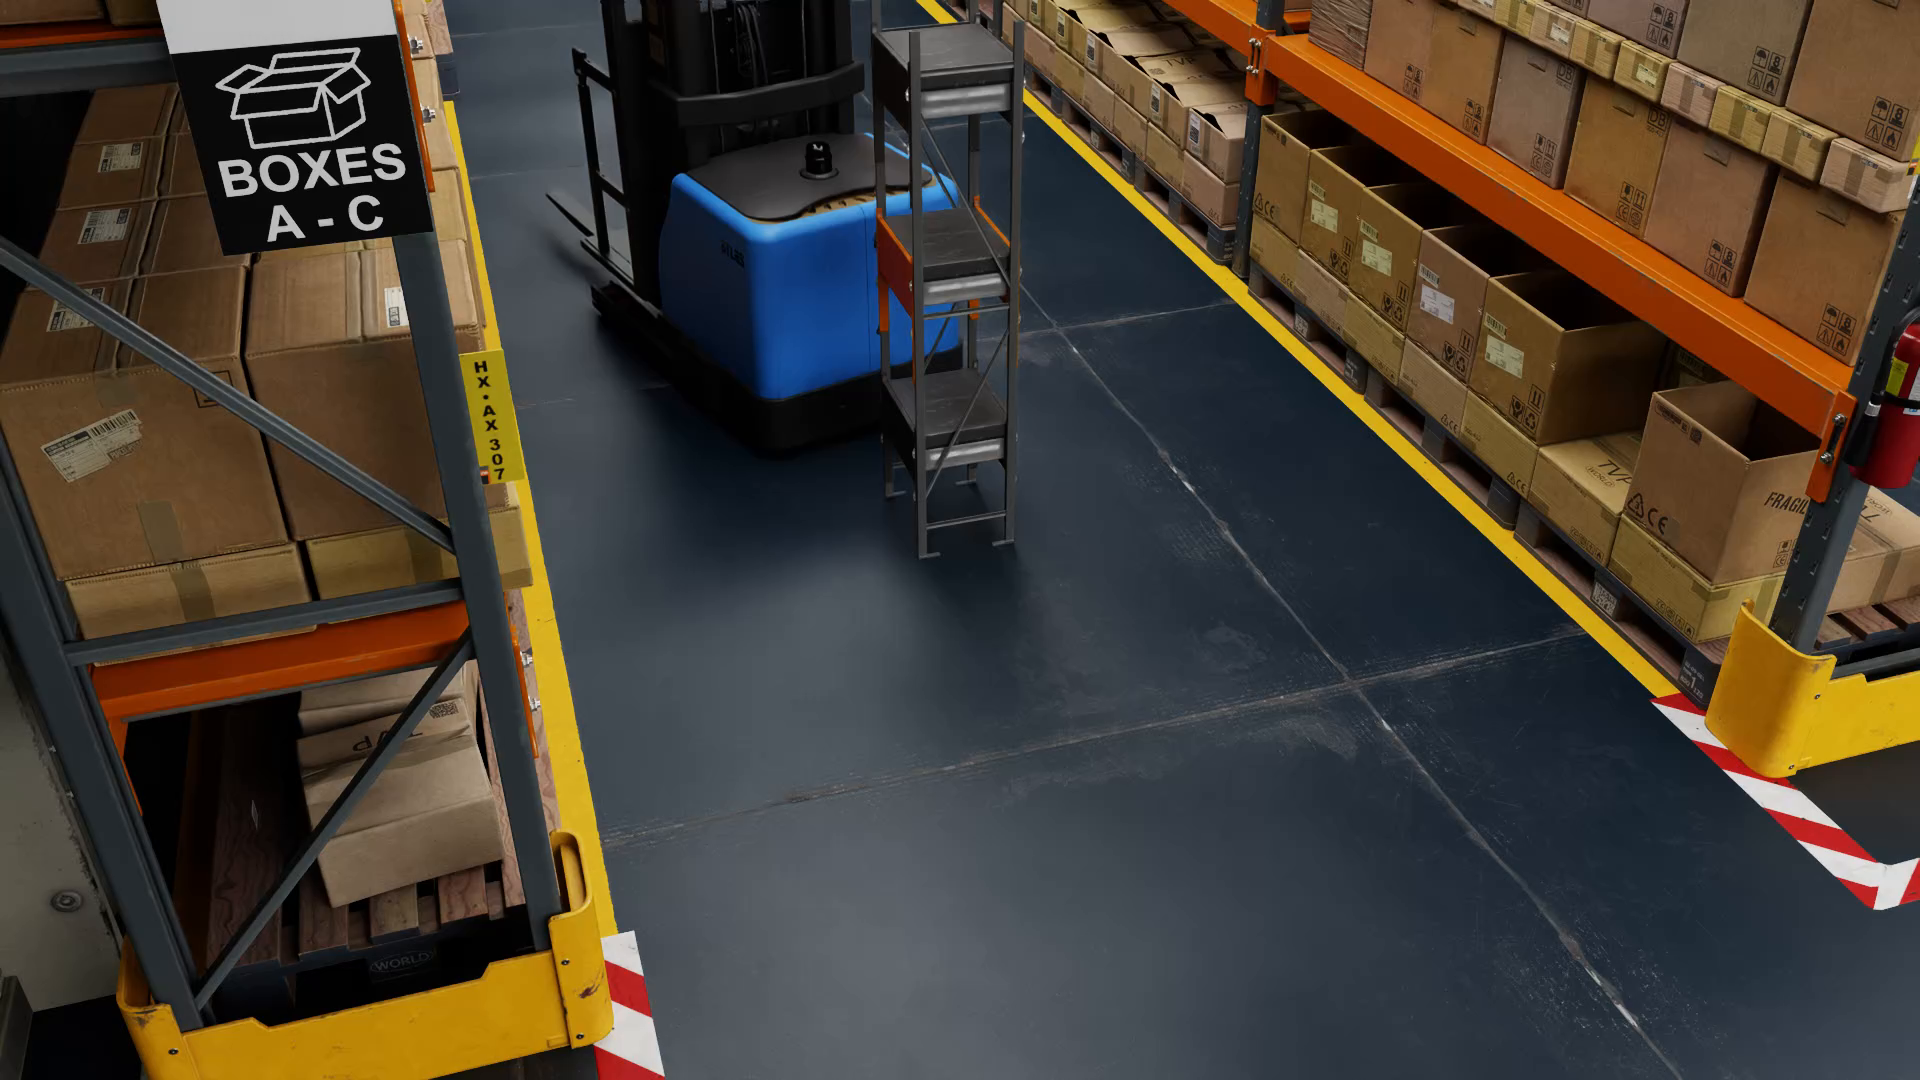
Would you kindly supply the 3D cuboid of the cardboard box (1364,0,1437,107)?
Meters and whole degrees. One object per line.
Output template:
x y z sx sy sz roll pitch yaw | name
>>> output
2.260 -2.283 7.393 0.700 0.500 0.500 -10 35 -15 | cardboard box

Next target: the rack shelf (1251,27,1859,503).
2.561 -1.398 6.798 1.077 0.370 4.000 -10 35 -15 | rack shelf

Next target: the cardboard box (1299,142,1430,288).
1.955 -1.532 7.781 0.500 0.500 0.500 -10 35 -15 | cardboard box

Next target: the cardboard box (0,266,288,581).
-1.891 -0.284 3.896 0.500 0.500 0.500 -10 35 -15 | cardboard box

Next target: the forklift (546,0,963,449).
-1.211 -2.390 7.709 1.130 2.935 3.031 -20 38 -27 | forklift

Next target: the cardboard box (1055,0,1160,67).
0.933 -3.244 10.543 0.500 0.311 0.500 -11 35 -16 | cardboard box

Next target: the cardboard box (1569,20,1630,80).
2.477 -1.809 6.088 0.380 0.149 0.250 -9 35 -13 | cardboard box

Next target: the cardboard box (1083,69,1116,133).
1.086 -2.747 10.300 0.500 0.250 0.500 -9 35 -14 | cardboard box

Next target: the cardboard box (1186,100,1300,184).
1.555 -2.175 8.925 0.500 0.311 0.500 -10 35 -15 | cardboard box

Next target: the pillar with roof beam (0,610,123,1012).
1.518 -3.262 3.525 9.100 9.000 0.400 -10 35 -15 | pillar with roof beam

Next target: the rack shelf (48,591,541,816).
-2.155 -0.563 5.534 1.077 0.370 4.000 -10 35 -15 | rack shelf

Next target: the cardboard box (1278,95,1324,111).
2.063 -2.269 9.068 0.500 0.311 0.500 -10 35 -15 | cardboard box

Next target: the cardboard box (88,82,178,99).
-2.520 -1.356 5.518 0.500 0.500 0.500 -9 35 -13 | cardboard box

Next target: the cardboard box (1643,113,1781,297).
2.877 -1.212 5.773 0.700 0.500 0.500 -9 35 -13 | cardboard box

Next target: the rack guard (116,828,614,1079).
-1.568 1.190 4.496 1.175 0.500 0.348 -10 35 -15 | rack guard

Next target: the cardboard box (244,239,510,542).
-1.404 -0.373 4.032 0.500 0.500 0.500 -10 35 -15 | cardboard box

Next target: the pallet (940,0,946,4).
0.171 -4.723 13.706 1.003 0.211 1.213 -10 35 -15 | pallet

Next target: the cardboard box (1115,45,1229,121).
1.240 -2.709 9.734 0.500 0.311 0.500 -10 35 -15 | cardboard box

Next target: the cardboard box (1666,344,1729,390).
3.065 -0.571 6.326 0.500 0.500 0.500 -10 35 -15 | cardboard box

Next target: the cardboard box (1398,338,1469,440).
2.258 -0.694 7.192 0.500 0.250 0.500 -10 35 -15 | cardboard box

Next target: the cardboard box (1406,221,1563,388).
2.254 -1.006 6.985 0.500 0.500 0.500 -10 35 -15 | cardboard box

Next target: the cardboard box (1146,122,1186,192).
1.396 -2.211 9.489 0.500 0.250 0.500 -11 35 -15 | cardboard box

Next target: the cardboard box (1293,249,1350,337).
1.952 -1.219 7.987 0.500 0.250 0.500 -10 35 -15 | cardboard box

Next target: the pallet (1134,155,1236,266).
1.690 -1.965 9.533 1.003 0.211 1.213 -10 35 -15 | pallet

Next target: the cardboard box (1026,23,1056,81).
0.766 -3.289 11.119 0.500 0.250 0.500 -11 35 -16 | cardboard box

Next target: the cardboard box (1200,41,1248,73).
1.756 -2.805 9.878 0.500 0.311 0.500 -11 35 -16 | cardboard box

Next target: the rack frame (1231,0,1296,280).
1.951 -2.749 8.189 1.000 3.000 0.127 -10 35 -15 | rack frame

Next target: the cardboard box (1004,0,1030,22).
0.611 -3.786 11.364 0.500 0.311 0.500 -9 34 -13 | cardboard box

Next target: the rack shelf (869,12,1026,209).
-0.050 -1.536 5.924 0.431 0.518 0.480 -10 35 -15 | rack shelf

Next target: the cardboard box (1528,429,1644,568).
2.563 -0.169 6.398 0.500 0.250 0.500 -10 35 -15 | cardboard box

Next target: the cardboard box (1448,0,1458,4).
2.162 -2.351 6.908 0.380 0.149 0.250 -11 35 -16 | cardboard box

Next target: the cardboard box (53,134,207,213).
-2.197 -0.820 4.709 0.500 0.500 0.500 -11 35 -16 | cardboard box

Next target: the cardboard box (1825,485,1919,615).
3.220 0.005 6.135 0.500 0.250 0.500 -10 35 -15 | cardboard box

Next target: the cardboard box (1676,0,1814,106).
2.860 -1.782 5.458 0.700 0.500 0.500 -11 35 -16 | cardboard box

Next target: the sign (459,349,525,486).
-1.028 -0.266 3.646 0.100 0.325 0.005 -10 35 -15 | sign

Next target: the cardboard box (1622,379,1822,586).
2.725 -0.221 5.796 0.500 0.500 0.500 -10 35 -15 | cardboard box

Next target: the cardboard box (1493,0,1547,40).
2.325 -2.075 6.490 0.380 0.149 0.250 -10 35 -15 | cardboard box

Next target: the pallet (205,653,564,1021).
-1.782 0.878 5.230 1.003 0.211 1.213 -10 35 -15 | pallet

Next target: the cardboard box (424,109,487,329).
-1.697 -0.907 4.839 0.500 0.500 0.500 -11 35 -16 | cardboard box

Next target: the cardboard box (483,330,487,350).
-1.713 -0.608 5.066 0.500 0.250 0.500 -11 35 -15 | cardboard box

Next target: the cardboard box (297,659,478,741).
-1.844 0.447 5.392 0.500 0.311 0.500 -7 34 -11 | cardboard box

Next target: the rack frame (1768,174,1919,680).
3.172 -0.648 5.010 1.000 3.000 0.127 -10 35 -15 | rack frame

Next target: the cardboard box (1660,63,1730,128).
2.640 -1.533 5.670 0.380 0.149 0.250 -10 35 -14 | cardboard box

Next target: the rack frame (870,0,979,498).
-0.125 -1.091 6.497 0.400 2.100 0.015 -10 35 -15 | rack frame

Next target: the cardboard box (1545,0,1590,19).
2.552 -2.309 6.256 0.700 0.500 0.500 -10 35 -15 | cardboard box

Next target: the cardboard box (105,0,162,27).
-1.409 -1.333 3.216 0.500 0.500 0.500 -9 35 -13 | cardboard box

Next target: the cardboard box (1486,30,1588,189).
2.566 -1.750 6.586 0.700 0.500 0.500 -9 35 -13 | cardboard box

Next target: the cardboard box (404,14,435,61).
-2.025 -1.449 5.659 0.500 0.500 0.500 -11 35 -16 | cardboard box

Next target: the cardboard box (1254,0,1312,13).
1.760 -2.937 8.610 0.500 0.250 0.500 -8 34 -12 | cardboard box

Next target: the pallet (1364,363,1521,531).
2.530 -0.519 7.344 1.003 0.211 1.213 -10 35 -15 | pallet

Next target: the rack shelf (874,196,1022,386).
-0.050 -0.952 6.310 0.431 0.518 0.480 -10 35 -15 | rack shelf

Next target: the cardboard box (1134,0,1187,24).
1.442 -3.340 10.688 0.500 0.311 0.500 -10 35 -15 | cardboard box

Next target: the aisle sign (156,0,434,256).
-1.237 -0.911 3.049 0.394 0.787 0.004 -10 35 -15 | aisle sign

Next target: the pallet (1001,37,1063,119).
0.945 -3.246 11.472 1.003 0.211 1.213 -10 35 -15 | pallet

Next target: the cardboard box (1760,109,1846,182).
2.792 -1.267 5.267 0.380 0.149 0.250 -9 35 -14 | cardboard box

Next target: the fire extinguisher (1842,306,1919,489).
2.765 -0.476 4.820 0.296 0.674 0.183 -10 35 -15 | fire extinguisher

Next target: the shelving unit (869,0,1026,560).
-0.050 -0.963 6.303 0.431 2.100 0.503 -10 35 -15 | shelving unit
